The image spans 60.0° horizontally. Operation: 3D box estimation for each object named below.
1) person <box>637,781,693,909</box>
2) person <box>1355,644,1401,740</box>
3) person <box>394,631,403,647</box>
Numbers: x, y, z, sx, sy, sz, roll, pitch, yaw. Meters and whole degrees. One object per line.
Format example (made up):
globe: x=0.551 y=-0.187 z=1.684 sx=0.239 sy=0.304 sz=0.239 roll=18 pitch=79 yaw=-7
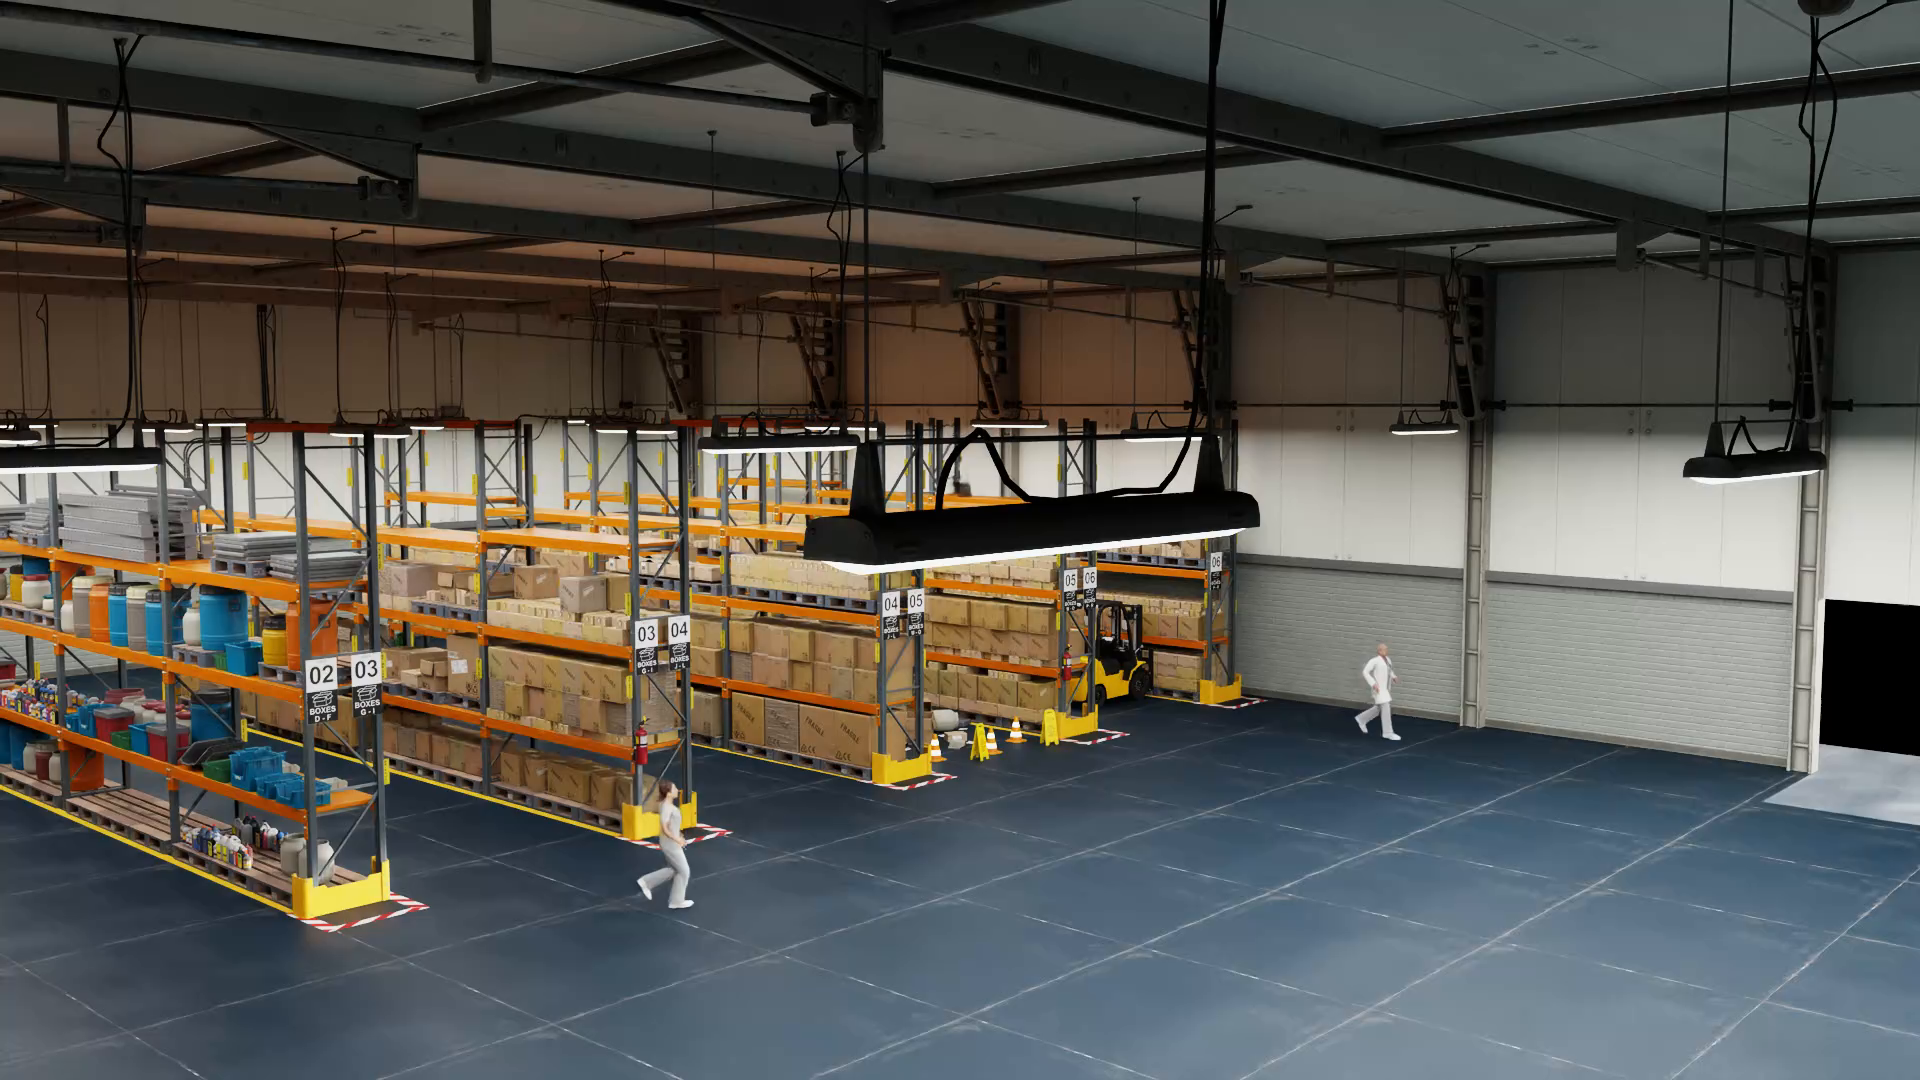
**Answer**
person: x=-3.695 y=3.813 z=20.809 sx=0.683 sy=1.627 sz=0.605 roll=-1 pitch=5 yaw=-14
person: x=7.934 y=2.881 z=31.467 sx=1.002 sy=1.687 sz=0.713 roll=4 pitch=6 yaw=42
person: x=-13.252 y=2.201 z=39.825 sx=0.846 sy=1.781 sz=0.698 roll=-2 pitch=5 yaw=-24
